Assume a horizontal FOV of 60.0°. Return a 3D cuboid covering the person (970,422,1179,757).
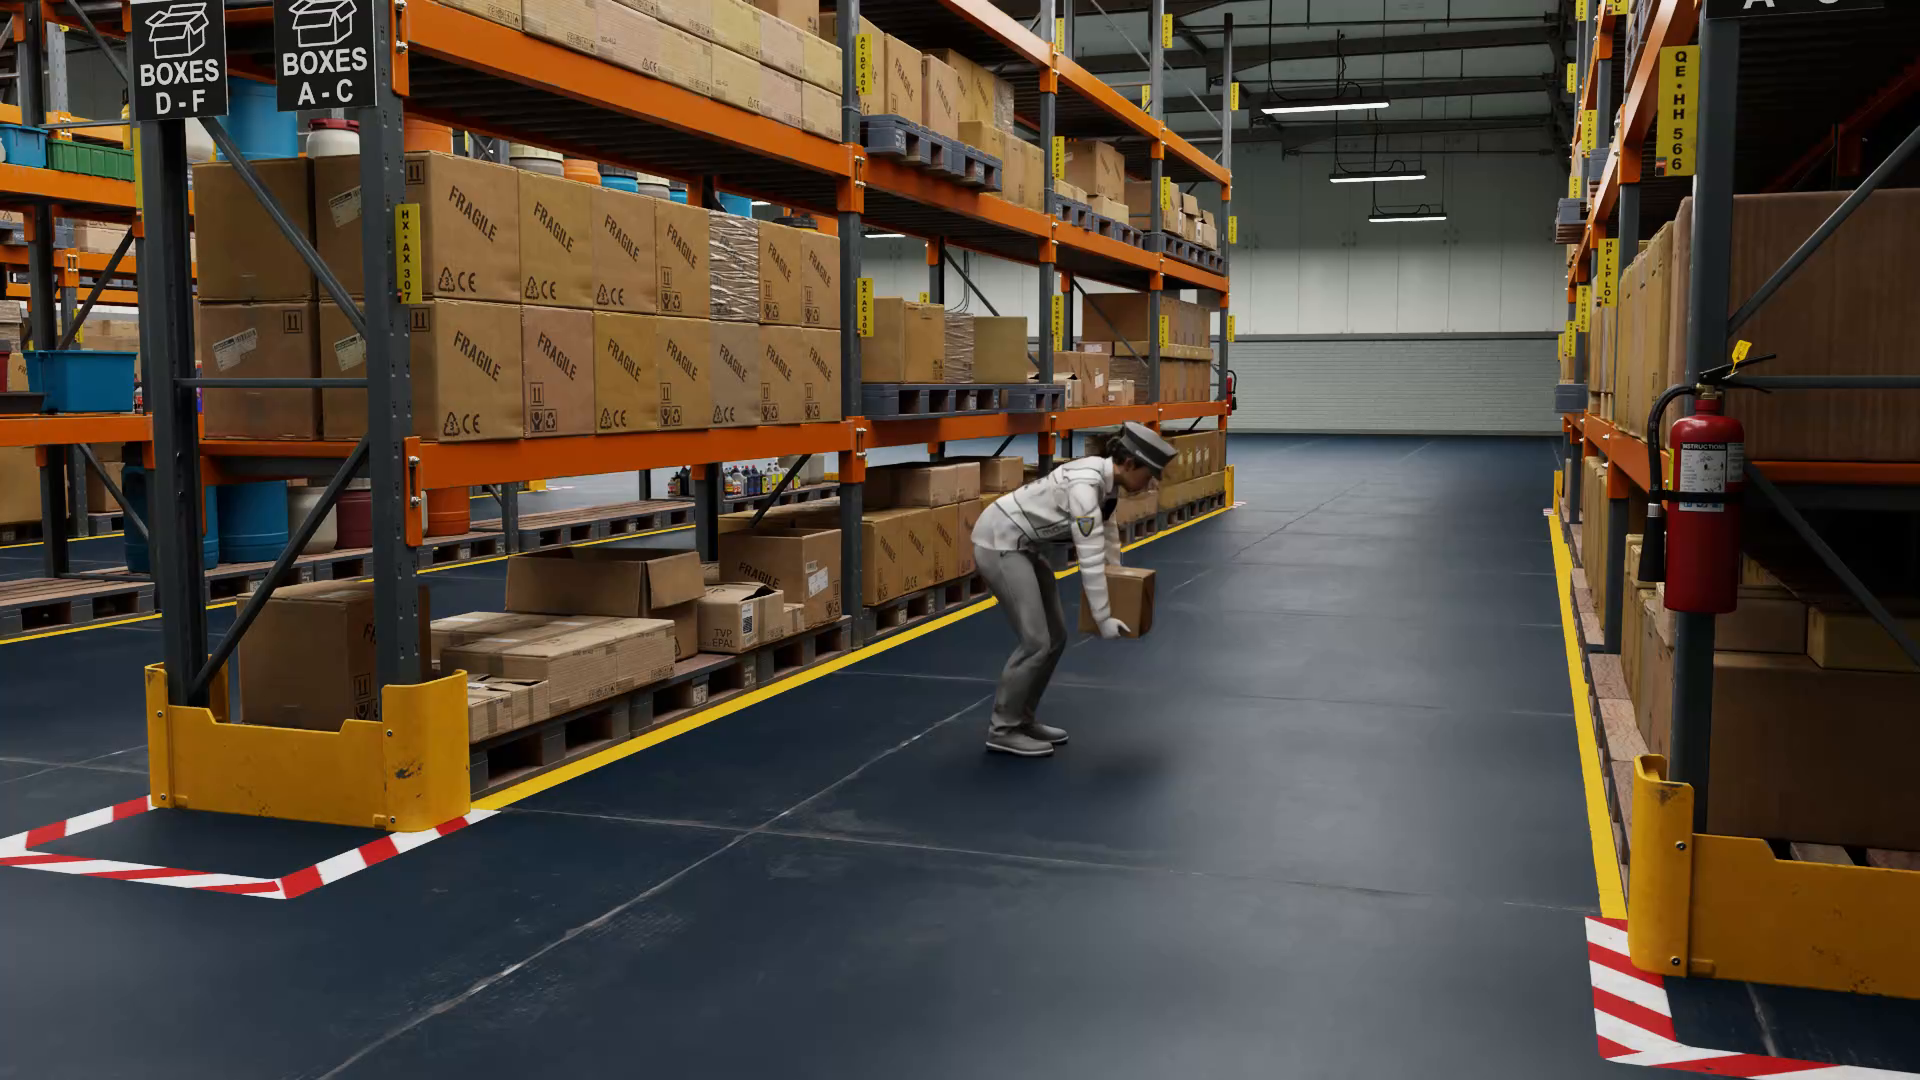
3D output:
[{"bbox_3d":[0.466,0.196,6.815,0.848,1.359,0.423,2,6,17],"label":"person"}]
